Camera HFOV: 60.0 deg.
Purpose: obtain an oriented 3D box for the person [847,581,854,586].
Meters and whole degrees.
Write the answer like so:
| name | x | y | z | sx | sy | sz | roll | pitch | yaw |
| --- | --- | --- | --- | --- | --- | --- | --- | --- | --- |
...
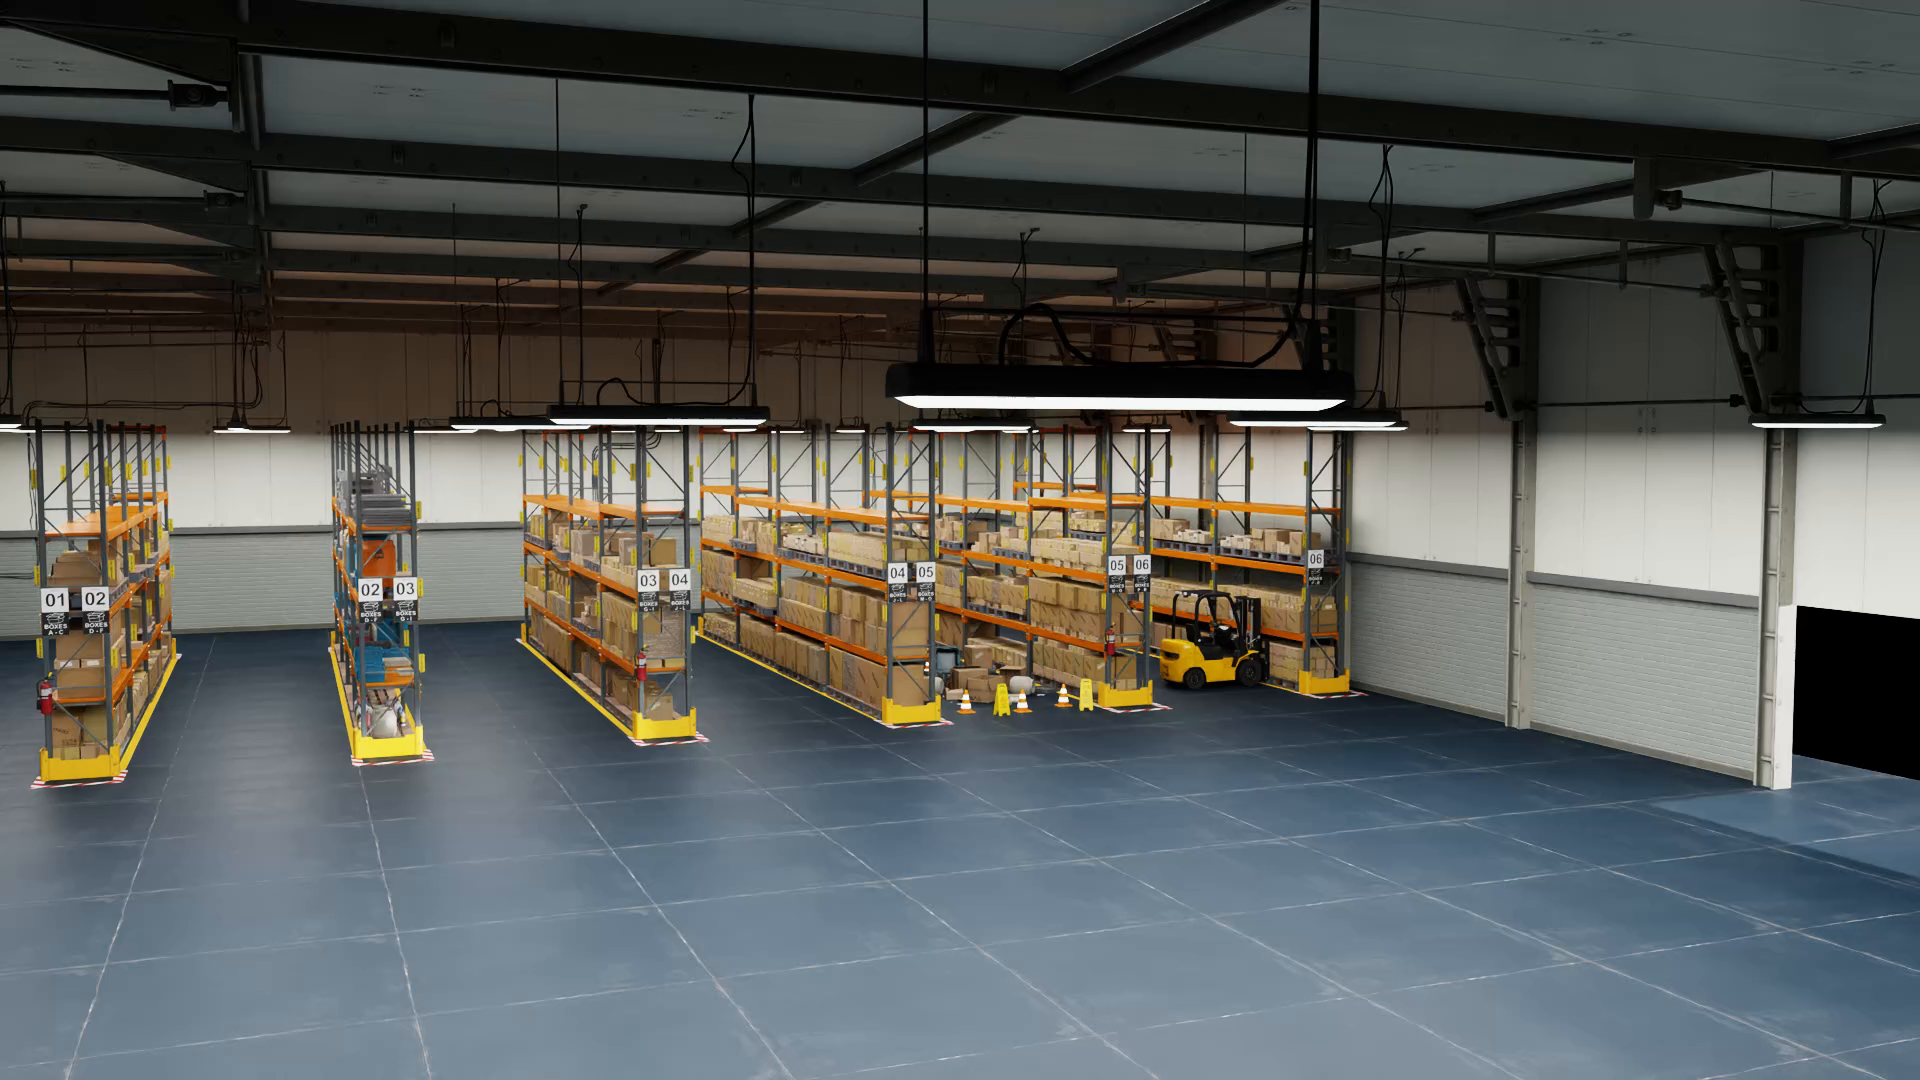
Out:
| name | x | y | z | sx | sy | sz | roll | pitch | yaw |
| --- | --- | --- | --- | --- | --- | --- | --- | --- | --- |
| person | -3.048 | 1.912 | 44.775 | 0.577 | 1.636 | 0.441 | -2 | 4 | -24 |

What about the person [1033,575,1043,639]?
| name | x | y | z | sx | sy | sz | roll | pitch | yaw |
| --- | --- | --- | --- | --- | --- | --- | --- | --- | --- |
| person | 2.198 | 1.821 | 45.266 | 0.597 | 1.730 | 0.517 | -3 | 5 | -43 |
